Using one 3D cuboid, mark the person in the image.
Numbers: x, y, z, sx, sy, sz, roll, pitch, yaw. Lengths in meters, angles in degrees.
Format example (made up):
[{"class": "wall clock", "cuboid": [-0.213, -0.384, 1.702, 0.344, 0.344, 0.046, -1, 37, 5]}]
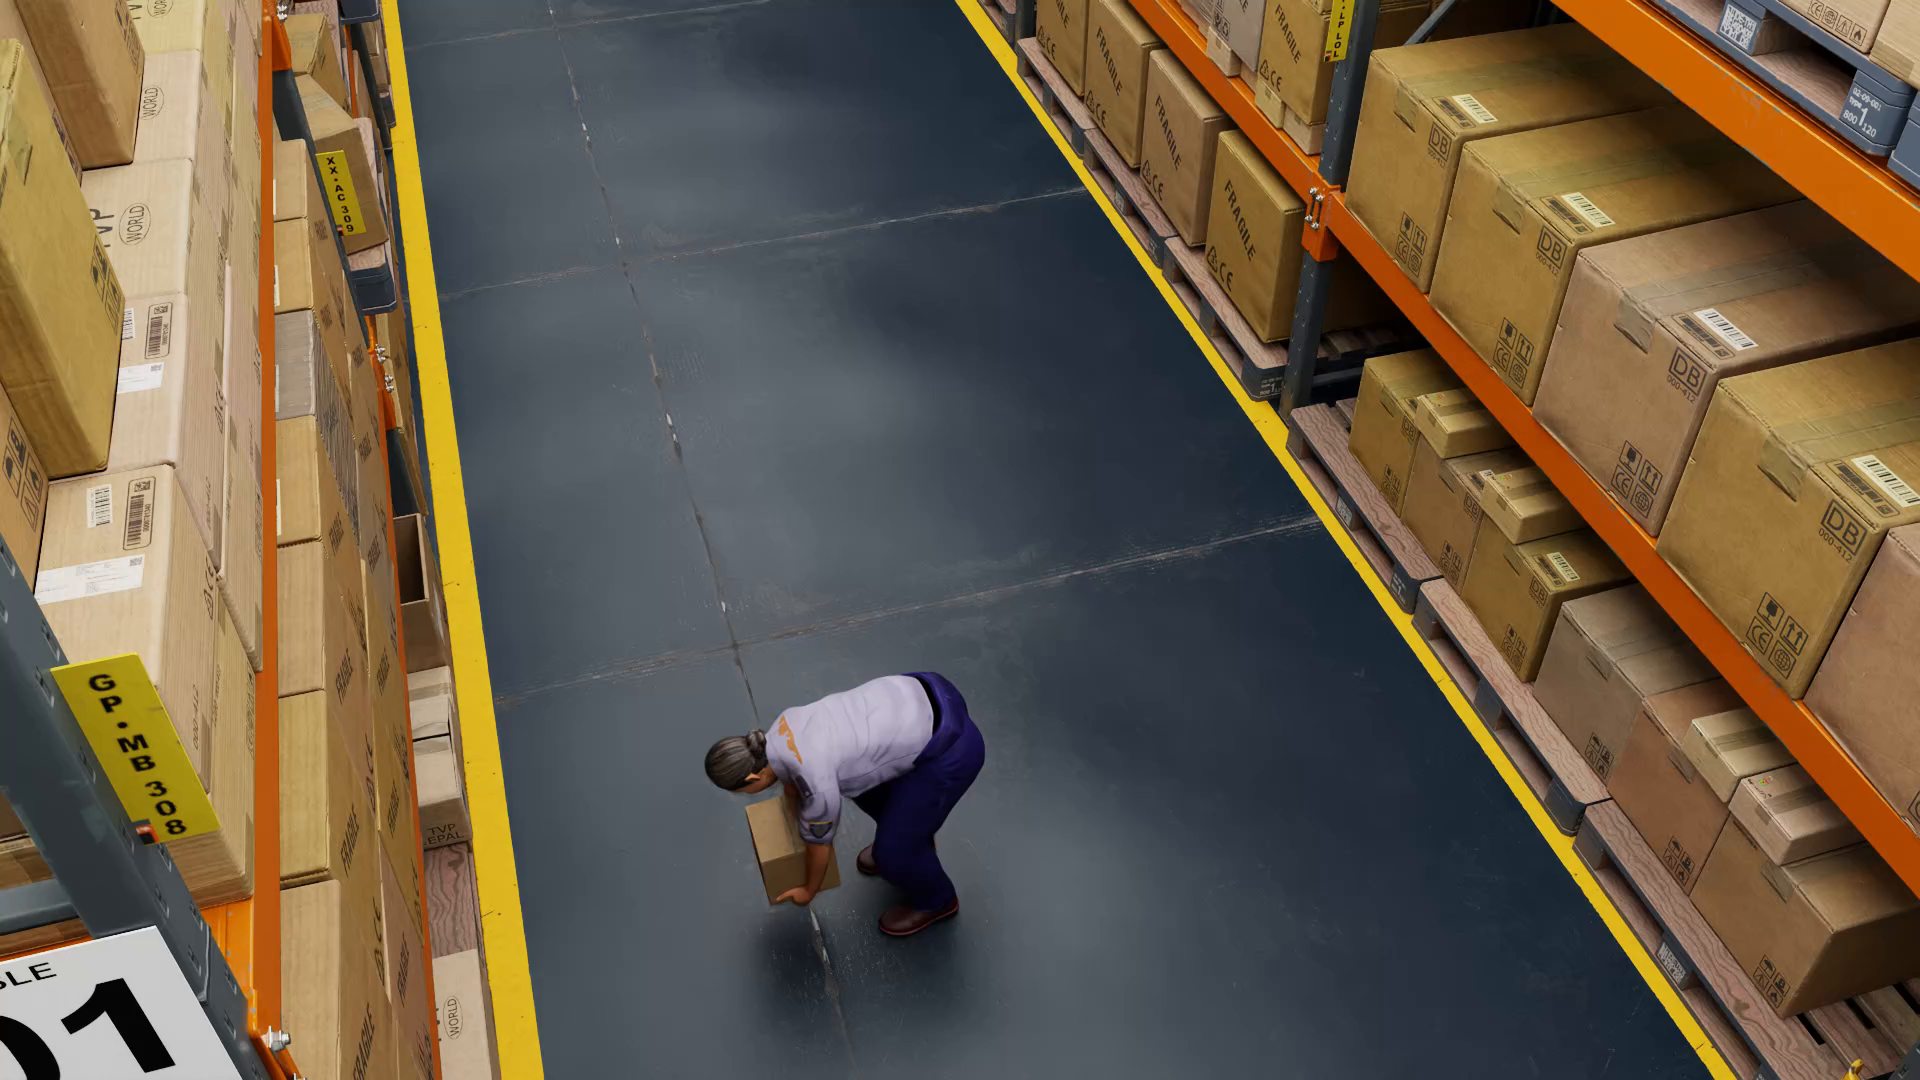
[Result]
[{"class": "person", "cuboid": [-0.376, 0.919, 5.624, 0.907, 1.037, 0.478, -13, 44, -14]}]
